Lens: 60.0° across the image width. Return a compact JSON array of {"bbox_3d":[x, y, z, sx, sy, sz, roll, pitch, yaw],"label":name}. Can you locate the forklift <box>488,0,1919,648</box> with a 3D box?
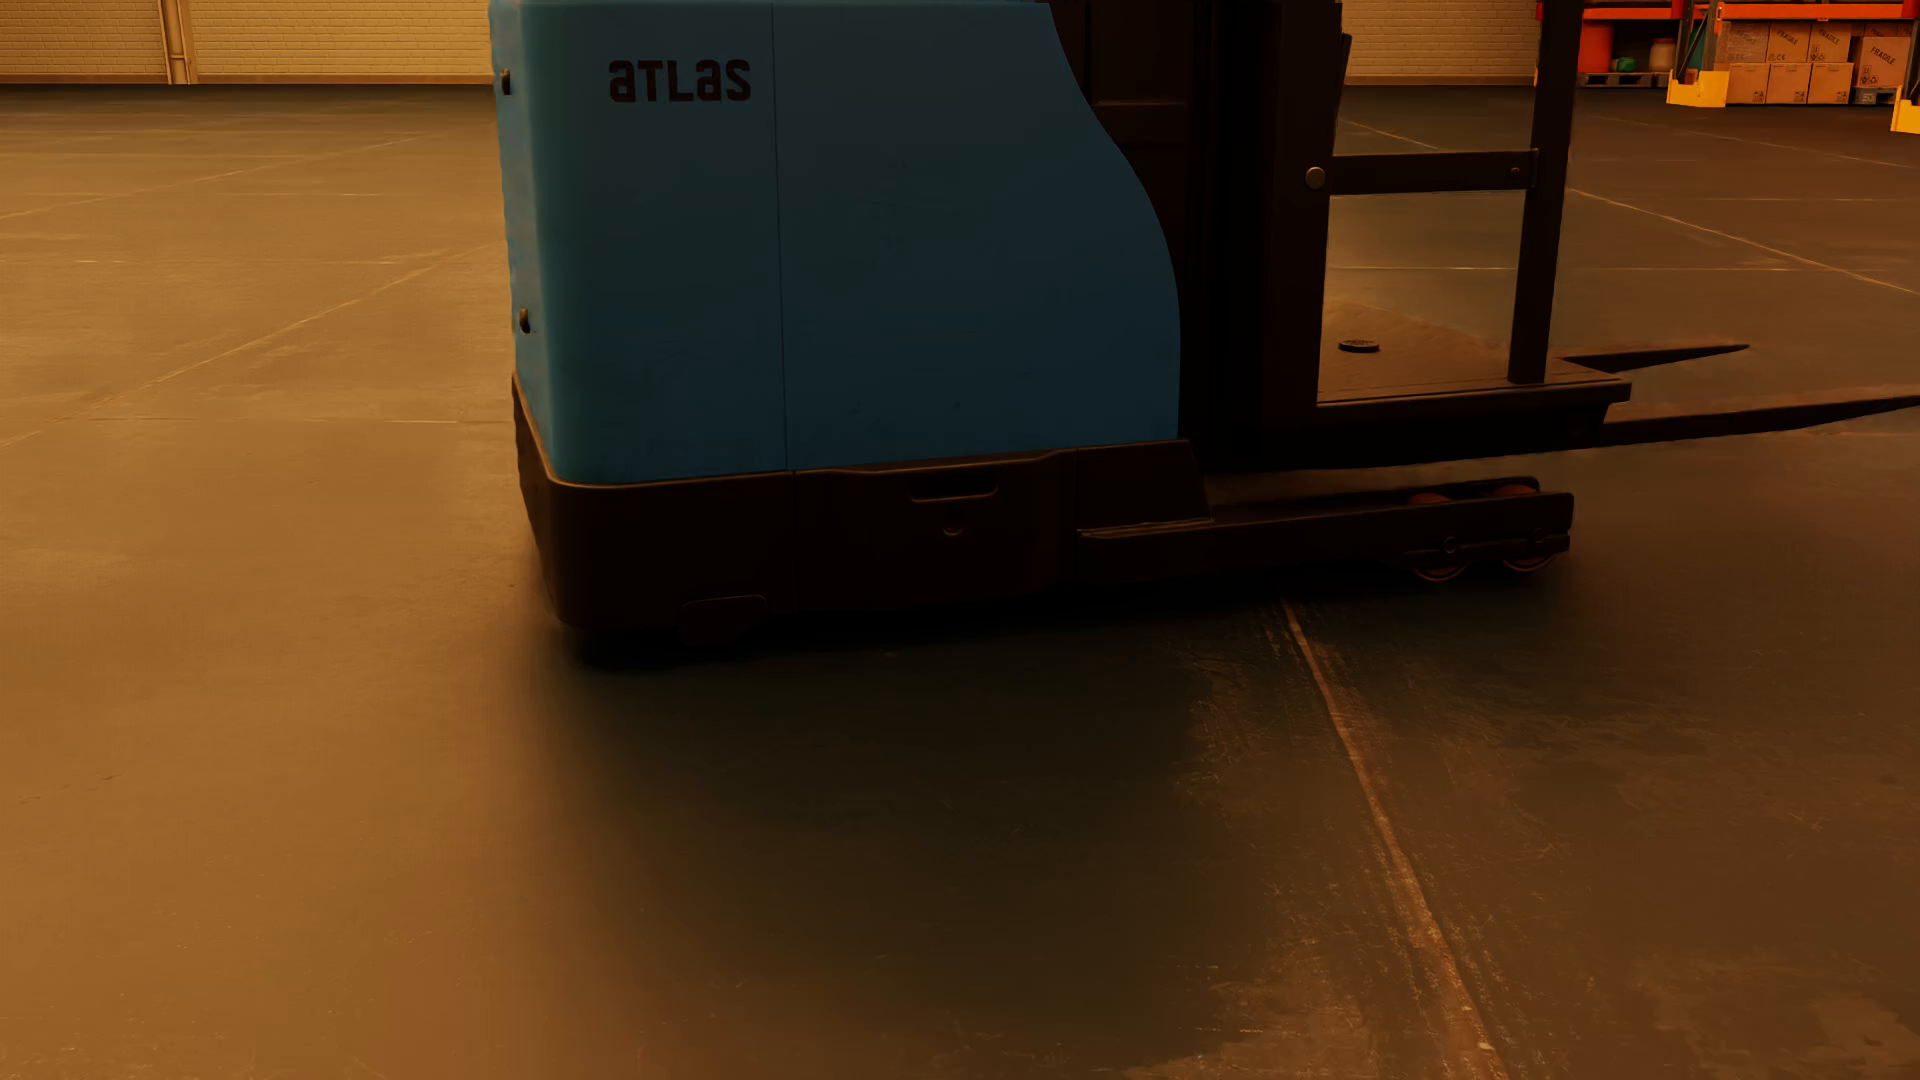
[{"bbox_3d":[0.649,-1.463,3.142,3.031,2.935,1.130,-6,18,-17],"label":"forklift"}]
